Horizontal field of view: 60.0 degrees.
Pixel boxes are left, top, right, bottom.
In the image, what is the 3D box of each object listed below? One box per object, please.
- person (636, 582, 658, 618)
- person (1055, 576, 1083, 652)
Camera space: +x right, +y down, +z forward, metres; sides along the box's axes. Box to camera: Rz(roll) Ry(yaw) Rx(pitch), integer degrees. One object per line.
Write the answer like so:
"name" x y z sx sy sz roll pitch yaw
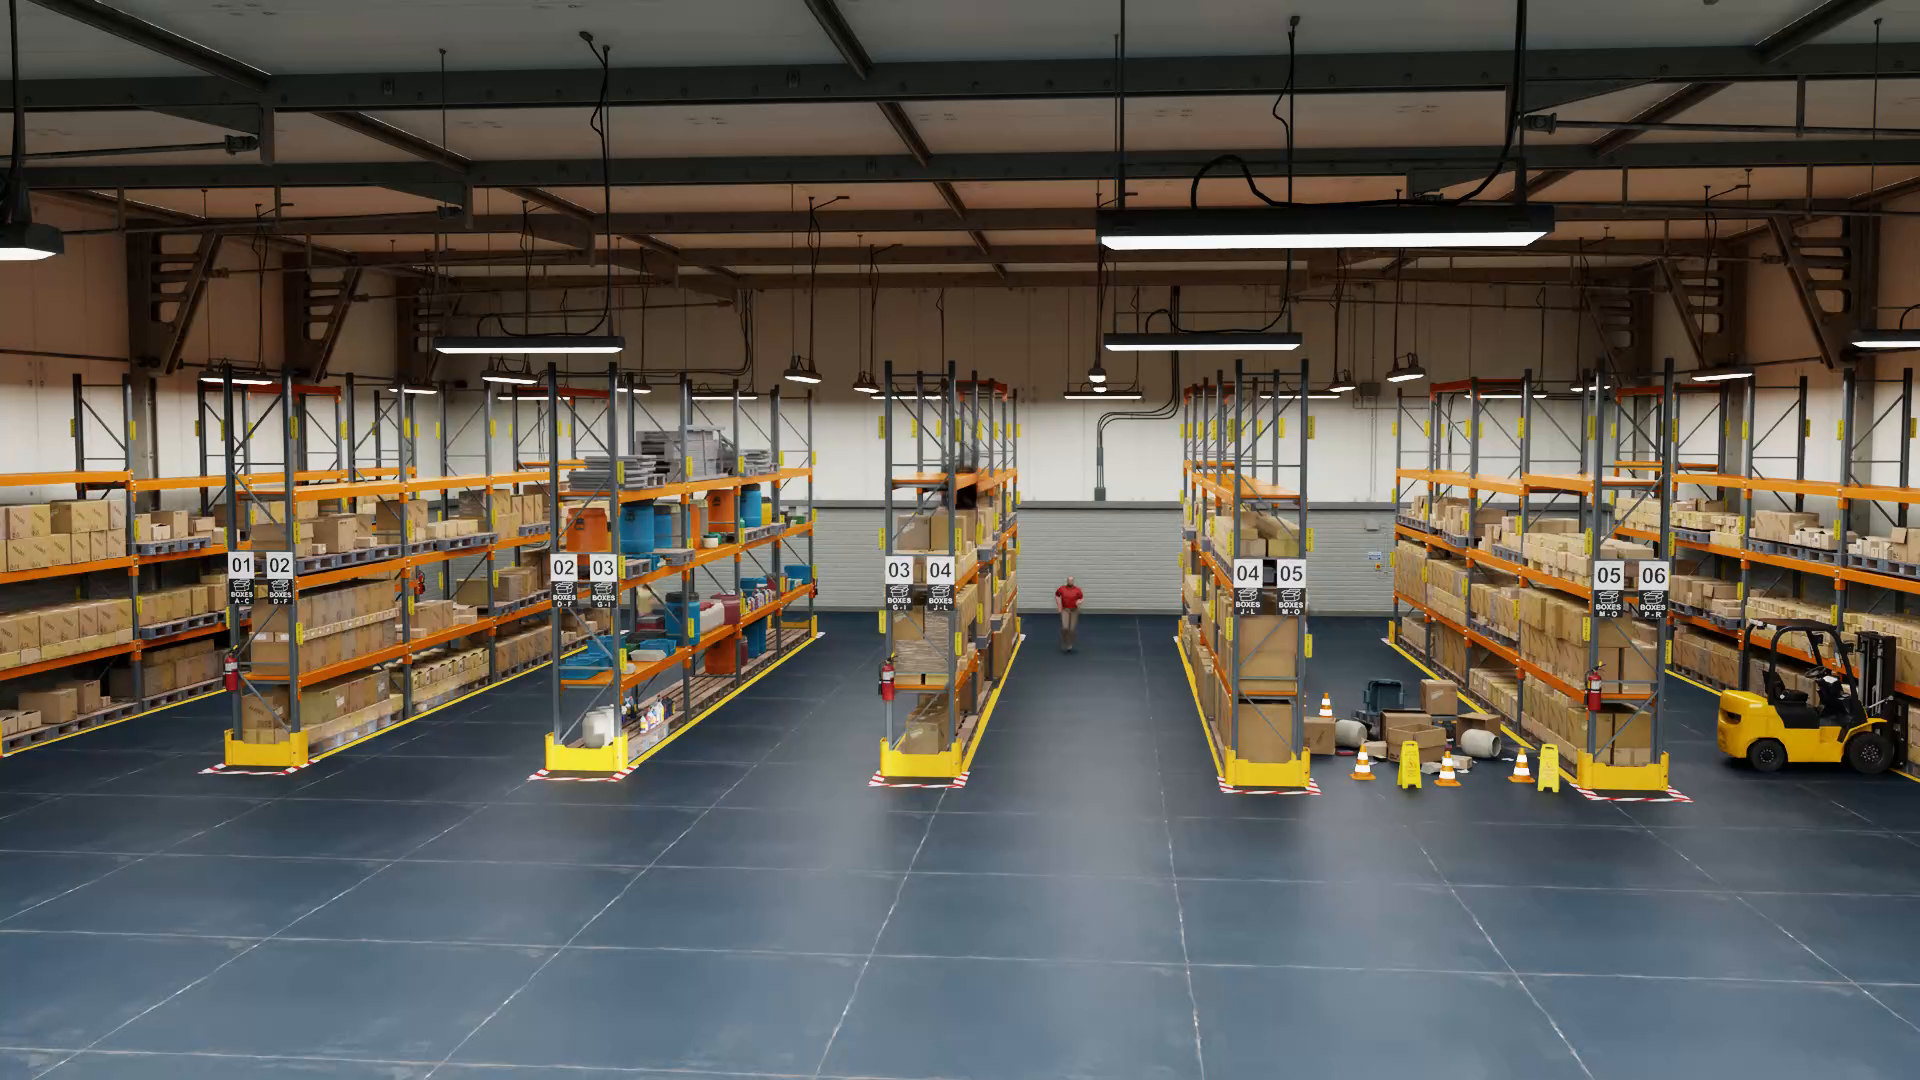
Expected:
"person" -7.183 1.670 37.888 0.582 1.704 0.903 -1 4 -11
"person" 2.484 1.684 37.677 0.634 1.754 0.731 0 4 -3
